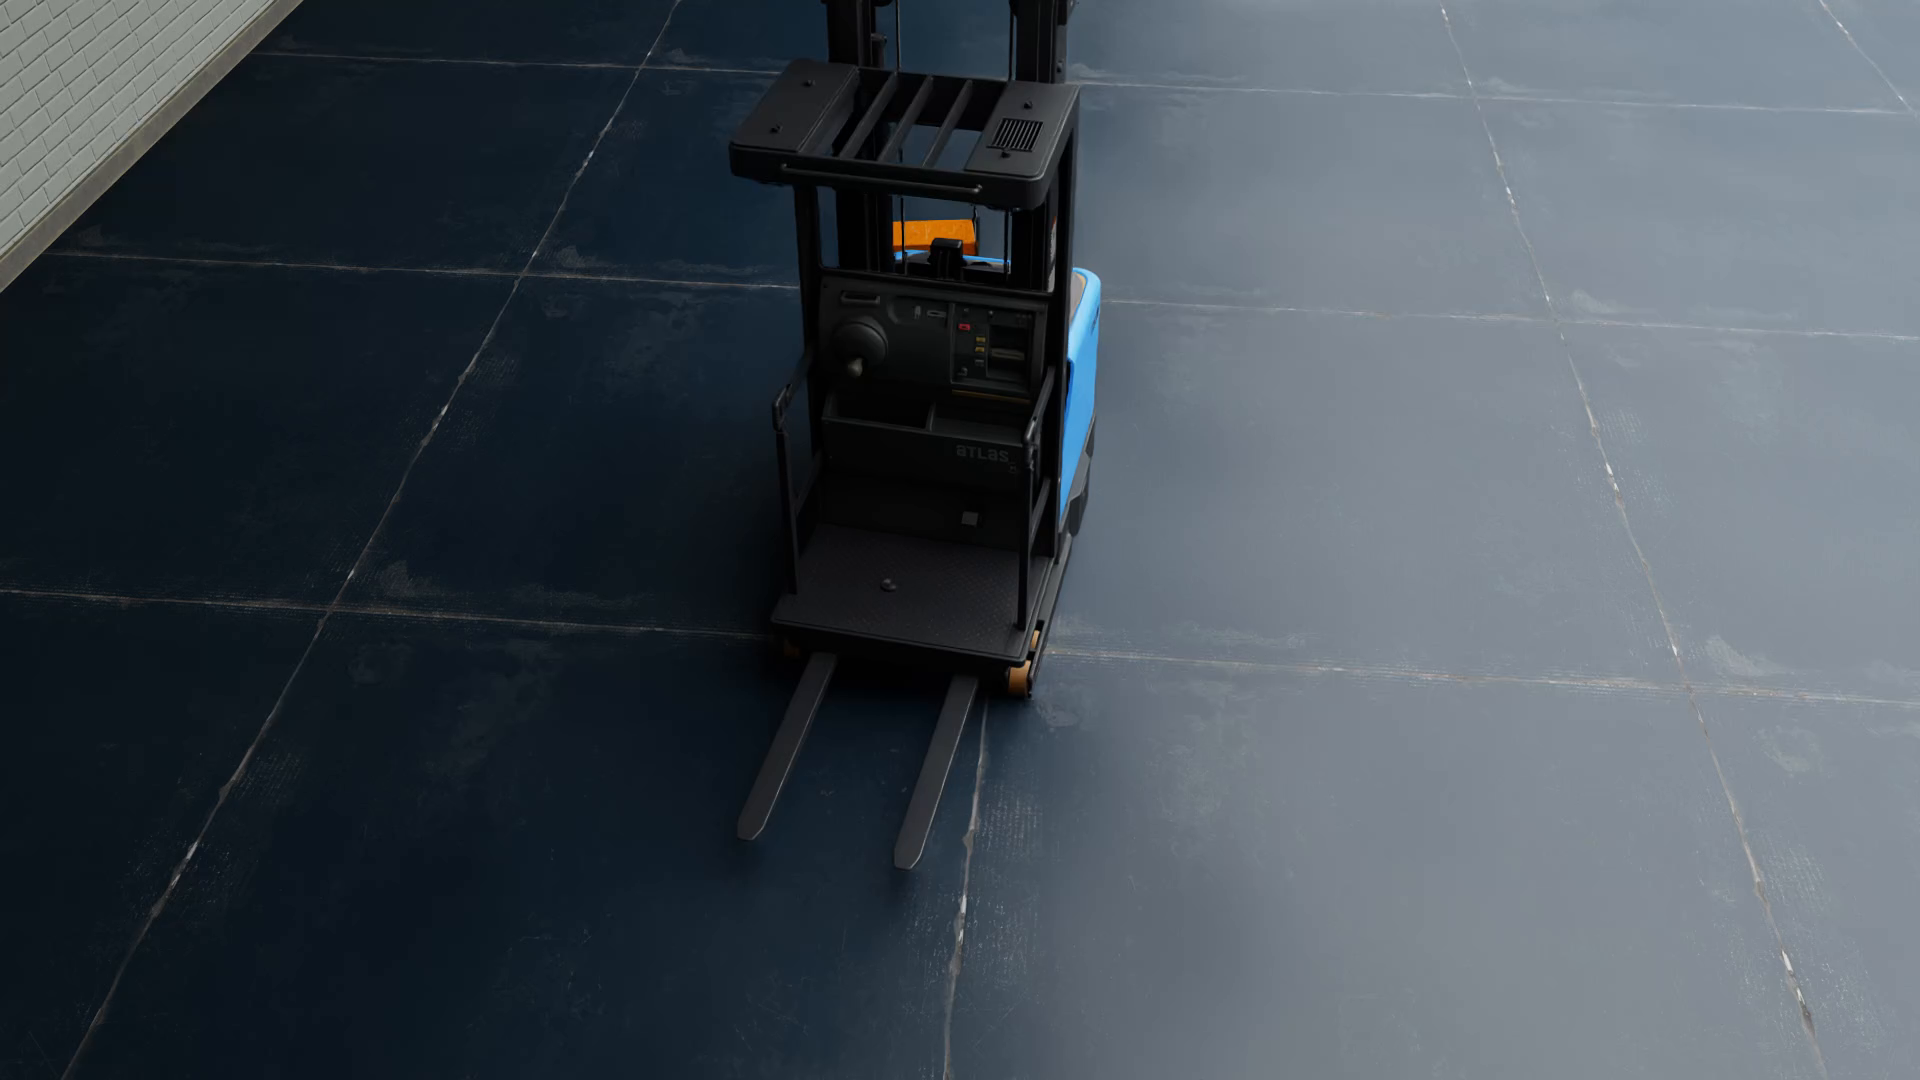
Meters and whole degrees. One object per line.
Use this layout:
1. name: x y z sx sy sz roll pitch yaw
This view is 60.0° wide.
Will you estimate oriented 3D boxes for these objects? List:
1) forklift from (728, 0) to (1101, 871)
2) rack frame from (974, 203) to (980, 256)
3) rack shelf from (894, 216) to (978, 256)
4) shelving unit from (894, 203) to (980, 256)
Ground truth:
1. forklift: -0.161 -0.734 6.500 1.130 2.935 3.031 8 40 10
2. rack frame: 0.082 -1.153 8.387 0.015 1.200 0.240 -2 39 -2
3. rack shelf: -0.162 -1.450 8.129 0.480 0.148 0.258 -2 39 -2
4. shelving unit: -0.162 -1.145 8.377 0.503 1.200 0.258 -2 39 -2
